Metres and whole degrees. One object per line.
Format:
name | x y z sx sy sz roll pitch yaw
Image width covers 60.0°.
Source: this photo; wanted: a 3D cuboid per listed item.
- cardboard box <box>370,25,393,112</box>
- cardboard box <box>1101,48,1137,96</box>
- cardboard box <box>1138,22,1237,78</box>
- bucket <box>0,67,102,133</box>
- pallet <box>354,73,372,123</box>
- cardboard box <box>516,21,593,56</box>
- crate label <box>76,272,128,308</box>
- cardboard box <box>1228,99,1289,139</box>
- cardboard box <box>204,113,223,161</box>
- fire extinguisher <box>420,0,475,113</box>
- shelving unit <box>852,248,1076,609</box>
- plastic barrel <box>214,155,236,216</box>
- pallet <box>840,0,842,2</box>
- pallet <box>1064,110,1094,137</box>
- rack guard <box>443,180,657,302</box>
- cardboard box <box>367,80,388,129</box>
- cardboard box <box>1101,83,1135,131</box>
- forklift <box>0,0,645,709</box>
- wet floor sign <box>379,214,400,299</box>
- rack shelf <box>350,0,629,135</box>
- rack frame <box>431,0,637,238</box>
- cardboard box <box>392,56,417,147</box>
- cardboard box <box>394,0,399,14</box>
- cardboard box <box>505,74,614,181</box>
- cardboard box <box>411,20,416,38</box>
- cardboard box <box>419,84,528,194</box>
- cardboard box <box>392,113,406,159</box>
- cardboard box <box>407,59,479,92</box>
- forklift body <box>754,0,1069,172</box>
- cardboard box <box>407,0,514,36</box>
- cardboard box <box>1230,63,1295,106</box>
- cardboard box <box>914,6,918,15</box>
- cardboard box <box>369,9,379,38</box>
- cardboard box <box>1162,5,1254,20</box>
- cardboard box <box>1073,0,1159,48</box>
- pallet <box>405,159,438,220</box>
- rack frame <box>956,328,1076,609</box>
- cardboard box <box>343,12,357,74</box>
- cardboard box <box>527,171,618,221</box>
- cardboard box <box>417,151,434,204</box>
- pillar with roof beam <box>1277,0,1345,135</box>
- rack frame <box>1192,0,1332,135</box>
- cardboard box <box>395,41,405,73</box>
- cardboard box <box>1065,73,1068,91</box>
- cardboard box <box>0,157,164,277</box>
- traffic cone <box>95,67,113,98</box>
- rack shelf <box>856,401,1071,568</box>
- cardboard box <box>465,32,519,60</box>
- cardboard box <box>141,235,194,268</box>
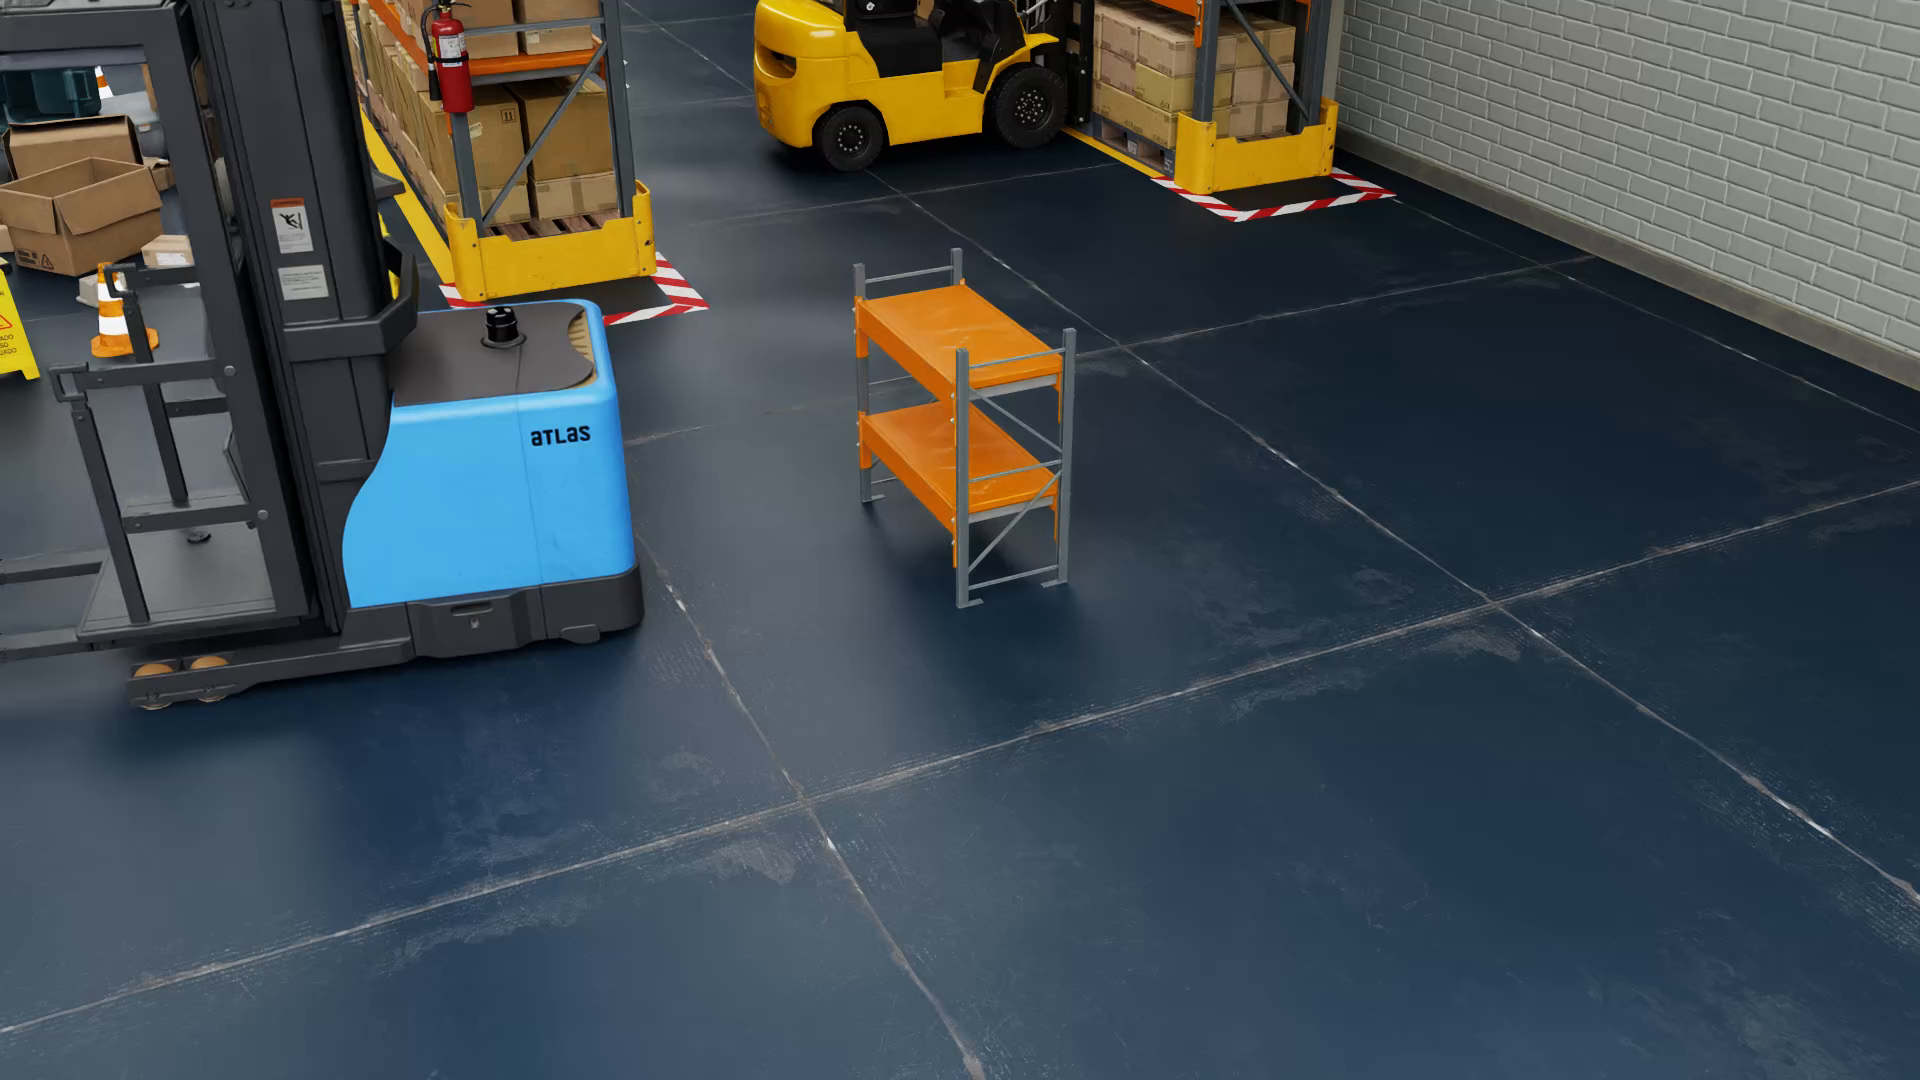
cardboard box | -3.869 -3.382 11.829 0.500 0.500 0.500 -12 31 -20
cardboard box | 1.382 -3.474 12.249 0.500 0.250 0.500 -13 32 -22
cardboard box | 1.600 -3.457 11.708 0.500 0.250 0.500 -12 31 -20
bucket | -6.406 -3.197 11.678 0.726 0.611 0.620 -3 19 -5
pallet | -4.455 -3.749 13.721 1.003 0.211 1.213 -13 32 -22
cardboard box | -2.361 -2.939 9.681 0.380 0.149 0.250 -13 32 -22
crate label | -5.002 -1.477 9.743 0.298 0.136 0.250 19 34 30
cardboard box | 2.045 -3.141 12.166 0.500 0.250 0.500 -13 32 -22
cardboard box | -4.888 -2.774 11.683 0.500 0.500 0.500 7 30 13
fire extinguisher | -2.769 -2.674 9.031 0.296 0.674 0.183 -13 32 -22
shelving unit | -0.003 -0.494 6.980 0.538 1.125 1.048 -13 32 -22
plastic barrel | -4.656 -2.326 10.965 0.512 0.421 0.421 7 30 13
pallet | -0.517 -5.307 16.498 1.003 0.211 1.213 -13 32 -22
pallet | 1.193 -3.550 13.365 1.003 0.211 1.213 -13 32 -22
rack guard | -2.435 -1.798 9.946 1.175 0.500 0.348 -13 32 -22
cardboard box | -4.110 -3.289 12.430 0.500 0.250 0.500 -15 32 -24
cardboard box | 1.387 -3.246 12.353 0.500 0.250 0.500 -13 32 -22
forklift | -2.822 -0.940 5.929 3.031 2.935 1.130 -7 30 -13
wet floor sign | -3.287 -1.520 9.300 0.267 0.644 0.232 -3 29 -5
rack shelf | -3.261 -3.425 11.026 1.077 0.370 4.000 -13 32 -22
rack frame | -2.402 -2.855 9.275 1.000 3.000 0.127 -13 32 -22
cardboard box | -3.419 -2.919 11.005 0.500 0.500 0.500 -14 32 -23
cardboard box | -3.368 -3.416 10.532 0.380 0.149 0.250 -13 32 -22
cardboard box | -2.509 -2.591 10.419 0.500 0.500 0.500 -14 32 -24
cardboard box | -3.056 -3.072 9.919 0.380 0.149 0.250 -14 32 -23
cardboard box | -2.982 -2.465 10.195 0.500 0.500 0.500 -13 32 -22
cardboard box | -3.640 -2.821 11.597 0.500 0.250 0.500 -14 32 -23
cardboard box | -3.200 -2.896 10.300 0.380 0.149 0.250 -12 31 -21
forklift body | -0.382 -3.983 12.155 2.313 2.155 1.214 -13 32 -22
cardboard box | -2.884 -3.210 9.502 0.500 0.500 0.500 -14 32 -23
cardboard box | 2.065 -3.352 12.032 0.500 0.250 0.500 -12 32 -21
cardboard box | -0.198 -5.386 15.787 0.875 0.625 0.625 -13 32 -22
cardboard box | -3.888 -3.604 11.563 0.380 0.149 0.250 -12 31 -20
cardboard box | 1.826 -3.791 12.303 0.500 0.250 0.500 -13 32 -22
cardboard box | 1.150 -3.902 12.501 0.500 0.250 0.500 -13 32 -21
pallet | -3.271 -2.577 11.630 1.003 0.211 1.213 -13 32 -22
rack frame | 0.215 -0.269 6.580 0.500 1.125 0.032 -13 32 -22
cardboard box | -4.658 -4.207 13.943 0.950 0.372 0.625 -11 31 -19
cardboard box | -2.499 -2.253 10.584 0.500 0.250 0.500 -13 32 -22
cardboard box | -3.207 -2.370 10.792 0.500 0.250 0.500 -13 32 -22
pillar with roof beam | -1.294 -6.109 8.943 9.100 9.000 0.400 -13 32 -22
rack frame | 2.079 -3.899 11.136 1.000 3.000 0.127 -13 32 -22
cardboard box | -3.416 -3.125 10.708 0.380 0.149 0.250 -12 31 -20
cardboard box | 0.937 -3.693 13.152 0.500 0.250 0.500 -12 31 -20
cardboard box | -5.443 -2.011 10.321 0.637 0.503 0.797 13 32 21
traffic cone | -6.944 -3.688 13.353 0.336 0.463 0.334 -13 32 -22
rack shelf | -0.003 -0.280 7.100 0.538 0.278 1.000 -13 32 -22
cardboard box | -2.756 -2.866 9.551 0.380 0.149 0.250 -12 31 -20
cardboard box | -4.789 -1.766 10.248 0.380 0.149 0.250 2 29 4
